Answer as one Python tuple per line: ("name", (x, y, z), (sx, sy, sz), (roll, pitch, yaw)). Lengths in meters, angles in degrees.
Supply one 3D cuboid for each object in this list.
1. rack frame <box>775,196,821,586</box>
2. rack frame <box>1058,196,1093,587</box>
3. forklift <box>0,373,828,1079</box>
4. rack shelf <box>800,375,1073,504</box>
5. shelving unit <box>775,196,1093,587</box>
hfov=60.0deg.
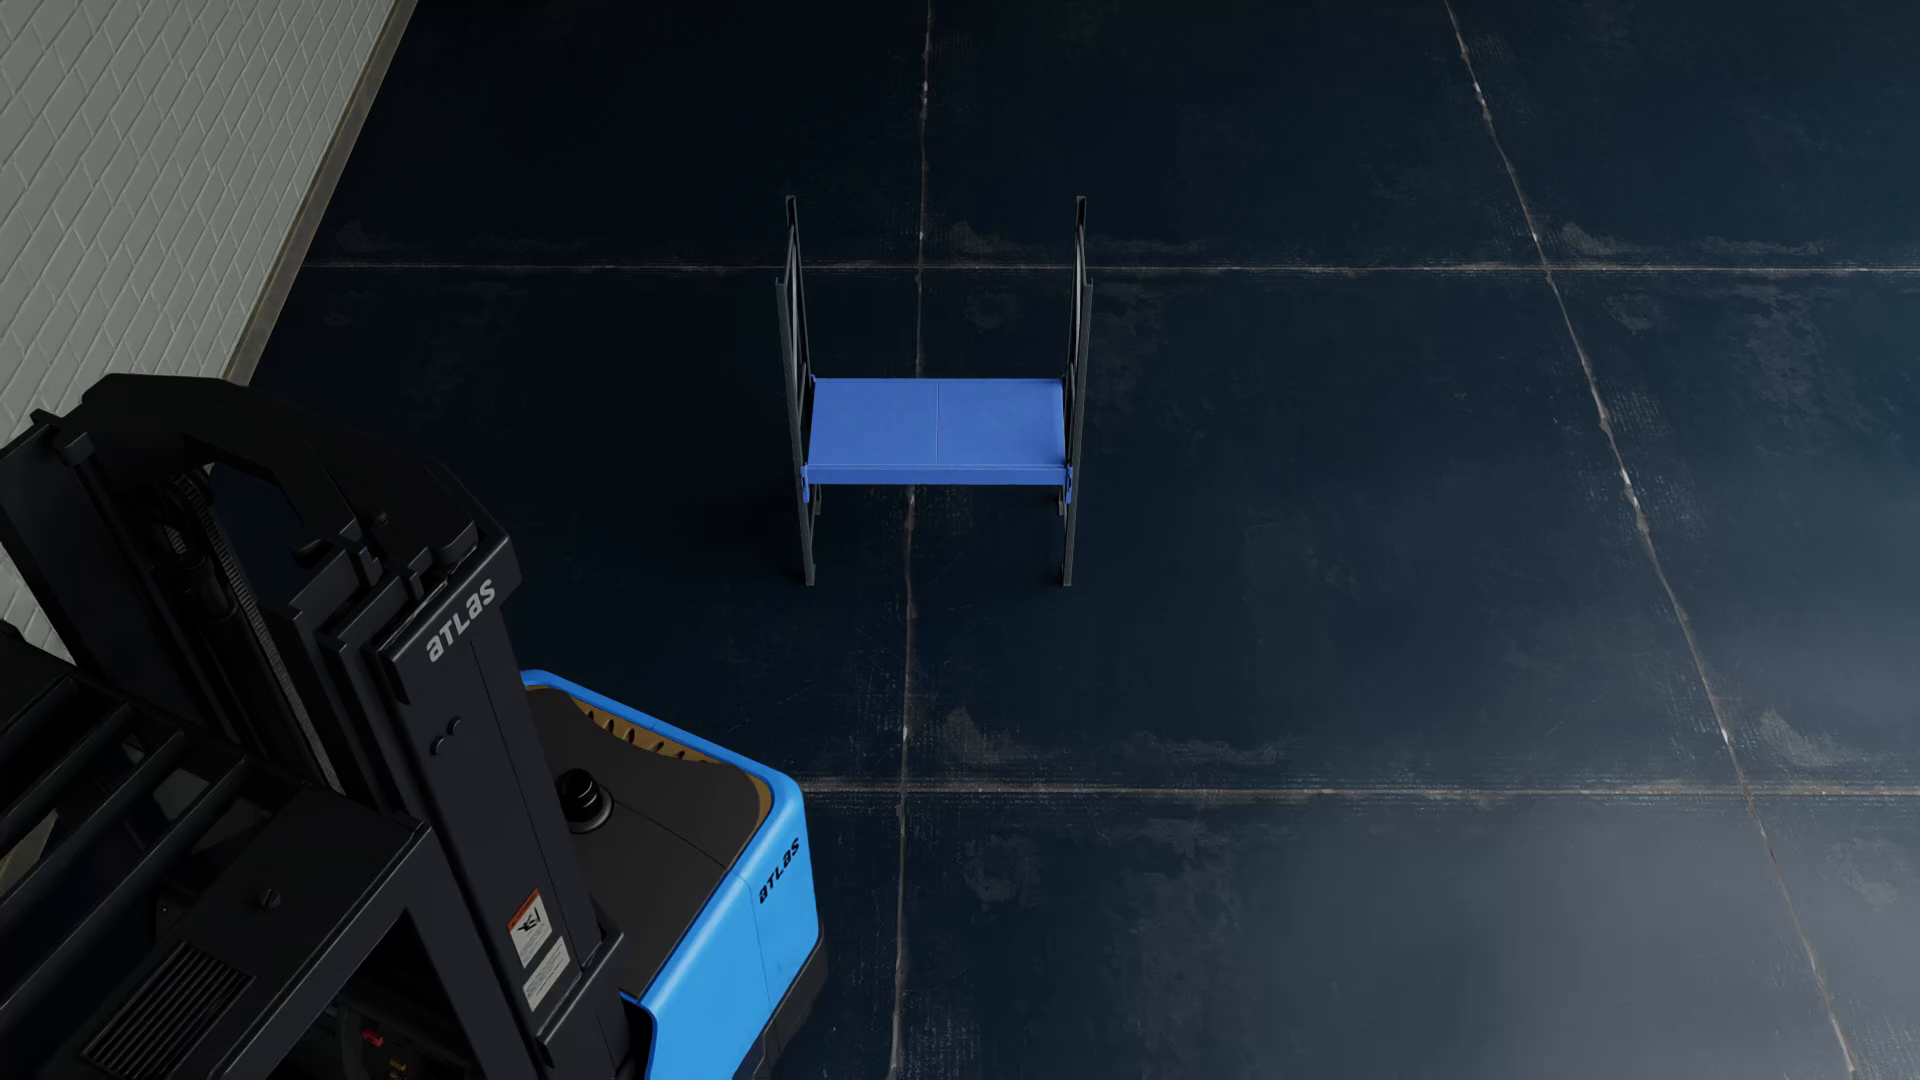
("rack frame", (-0.594, -0.513, 6.203), (0.032, 1.500, 0.500), (0, 47, 0))
("rack frame", (0.423, -0.510, 6.200), (0.032, 1.500, 0.500), (0, 47, 0))
("forklift", (-1.537, 1.219, 3.613), (1.130, 2.935, 3.031), (20, 50, 18))
("rack shelf", (-0.085, -0.389, 6.333), (1.000, 0.185, 0.538), (0, 47, 0))
("shelving unit", (-0.085, -0.511, 6.201), (1.048, 1.500, 0.538), (0, 47, 0))
